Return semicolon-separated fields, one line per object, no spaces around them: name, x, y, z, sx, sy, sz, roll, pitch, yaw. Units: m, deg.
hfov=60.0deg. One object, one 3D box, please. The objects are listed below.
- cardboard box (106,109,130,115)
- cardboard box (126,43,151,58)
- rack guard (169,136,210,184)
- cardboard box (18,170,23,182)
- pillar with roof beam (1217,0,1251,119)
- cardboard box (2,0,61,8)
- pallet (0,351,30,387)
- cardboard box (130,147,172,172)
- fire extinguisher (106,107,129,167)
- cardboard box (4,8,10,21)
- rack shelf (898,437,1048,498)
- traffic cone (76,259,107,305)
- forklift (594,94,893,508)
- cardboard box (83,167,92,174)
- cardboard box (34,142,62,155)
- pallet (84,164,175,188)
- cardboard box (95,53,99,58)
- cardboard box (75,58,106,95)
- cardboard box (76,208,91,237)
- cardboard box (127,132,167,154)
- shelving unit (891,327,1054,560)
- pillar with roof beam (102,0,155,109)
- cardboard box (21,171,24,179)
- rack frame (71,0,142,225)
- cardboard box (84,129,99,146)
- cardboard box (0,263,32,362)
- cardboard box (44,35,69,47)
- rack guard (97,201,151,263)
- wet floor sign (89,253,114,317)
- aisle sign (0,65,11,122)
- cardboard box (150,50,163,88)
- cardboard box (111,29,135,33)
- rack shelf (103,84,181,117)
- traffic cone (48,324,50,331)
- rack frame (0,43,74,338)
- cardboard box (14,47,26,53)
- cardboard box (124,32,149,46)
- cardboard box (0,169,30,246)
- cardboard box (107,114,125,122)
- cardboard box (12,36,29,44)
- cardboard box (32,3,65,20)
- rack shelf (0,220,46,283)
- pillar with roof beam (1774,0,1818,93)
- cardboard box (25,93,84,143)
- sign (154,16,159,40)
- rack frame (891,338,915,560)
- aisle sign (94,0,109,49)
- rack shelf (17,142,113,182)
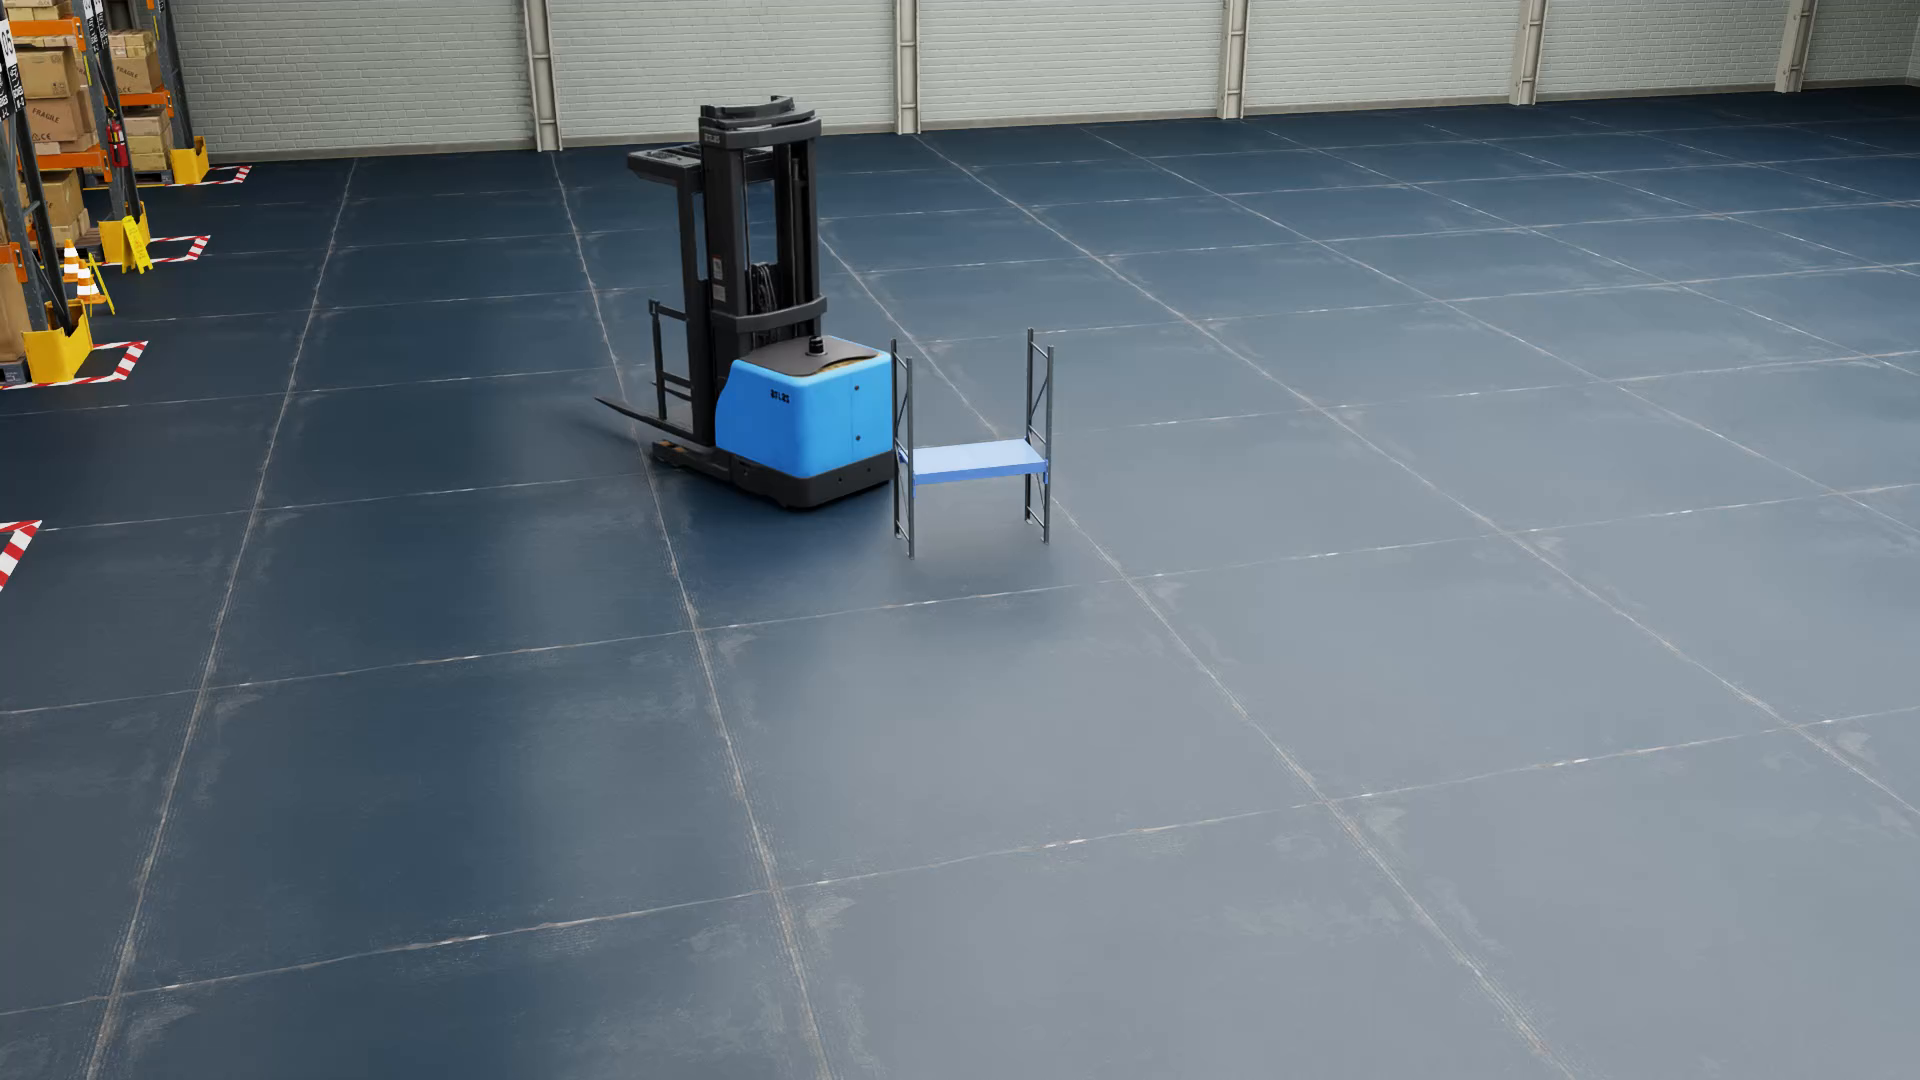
cardboard box;-12.537;-6.188;24.554;0.500;0.250;0.500;-6;24;-14
cardboard box;-11.801;-7.034;23.889;0.250;0.149;0.380;-6;24;-14
rack guard;-11.520;-5.687;24.870;0.348;0.500;1.175;-6;24;-14
cardboard box;-11.235;-4.272;19.584;0.250;0.149;0.380;-6;24;-13
pillar with roof beam;6.037;-10.141;24.472;0.400;9.000;9.100;-6;24;-14
cardboard box;-10.619;-6.239;18.994;0.500;0.250;0.500;-7;24;-15
pallet;-9.513;-1.684;15.907;1.213;0.211;1.003;-6;24;-14
cardboard box;-11.910;-5.593;24.434;0.500;0.250;0.500;-6;24;-14
fire extinguisher;-9.964;-4.751;19.616;0.183;0.674;0.296;-6;24;-14
cardboard box;-10.963;-6.014;18.975;0.250;0.149;0.380;-6;24;-13
rack shelf;0.082;-0.533;12.046;1.000;0.185;0.538;-6;24;-14
traffic cone;-9.637;-2.863;18.334;0.334;0.463;0.336;-6;24;-14
forklift;-1.901;-2.073;13.365;3.031;2.935;1.130;21;31;40
cardboard box;-12.876;-5.493;24.203;0.500;0.250;0.500;-6;24;-14
cardboard box;-10.715;-4.643;19.586;0.250;0.149;0.380;-7;24;-15
pallet;-12.268;-5.454;24.694;1.213;0.211;1.003;-6;24;-14
cardboard box;-12.306;-6.991;23.790;0.250;0.149;0.380;-6;24;-13
cardboard box;-12.448;-6.675;23.876;0.500;0.500;0.500;-6;24;-13
cardboard box;-11.050;-3.898;20.484;0.500;0.250;0.500;-7;24;-15
cardboard box;-11.928;-5.822;24.334;0.500;0.250;0.500;-7;24;-15
shelving unit;0.082;-0.698;11.975;1.048;1.500;0.538;-6;24;-14
pillar with roof beam;-11.294;-8.224;20.004;0.400;9.000;9.100;-6;24;-14
cardboard box;-11.575;-4.182;20.196;0.500;0.500;0.500;-7;24;-16
rack frame;-10.199;-4.949;19.980;0.127;3.000;1.000;-6;24;-14
cardboard box;-10.582;-4.876;20.128;0.250;0.149;0.380;-6;24;-14
cardboard box;-9.400;-2.200;15.735;0.875;0.875;0.875;-6;24;-14
cardboard box;-12.786;-7.051;23.553;0.250;0.149;0.380;-6;24;-13
rack guard;-10.272;-3.792;20.454;0.348;0.500;1.175;-6;24;-14
wet floor sign;-9.271;-2.753;17.849;0.232;0.644;0.267;-11;25;-23
aisle sign;-8.615;-4.169;14.865;0.004;0.787;0.394;-6;24;-14
cardboard box;-12.095;-6.932;24.474;0.500;0.500;0.500;-6;24;-13
cardboard box;-12.197;-7.355;24.260;0.250;0.149;0.380;-5;24;-13
rack shelf;-13.469;-6.290;24.016;4.000;0.370;1.077;-6;24;-14
traffic cone;-9.659;-2.397;17.250;0.334;0.463;0.336;-6;24;-14
rack frame;-8.764;-3.081;15.625;0.127;3.000;1.000;-6;24;-14
cardboard box;-11.121;-5.403;19.266;0.500;0.500;0.700;-6;24;-14
cardboard box;-11.831;-7.196;23.889;0.250;0.149;0.380;-6;24;-14
cardboard box;-9.110;-3.093;15.464;0.550;0.550;0.875;-6;24;-14
cardboard box;-12.392;-5.998;24.111;0.500;0.250;0.500;-6;24;-13
cardboard box;-13.307;-7.030;23.503;0.250;0.149;0.380;-6;24;-14
cardboard box;-10.467;-6.068;19.102;0.250;0.149;0.380;-6;24;-14
rack shelf;-10.690;-2.537;15.271;4.000;0.370;1.077;-6;24;-14
pillar with roof beam;17.591;-11.419;27.451;0.400;9.000;9.100;-6;24;-14
cardboard box;-10.647;-4.969;19.523;0.500;0.500;0.500;-7;24;-15
sign;-11.410;-7.267;23.613;0.005;0.325;0.100;-6;24;-14
rack frame;-0.407;-0.644;11.849;0.032;1.500;0.500;-6;24;-14
aisle sign;-10.223;-6.268;19.757;0.004;0.787;0.394;-6;24;-14
rack shelf;-12.125;-4.405;19.625;4.000;0.370;1.077;-6;24;-14
